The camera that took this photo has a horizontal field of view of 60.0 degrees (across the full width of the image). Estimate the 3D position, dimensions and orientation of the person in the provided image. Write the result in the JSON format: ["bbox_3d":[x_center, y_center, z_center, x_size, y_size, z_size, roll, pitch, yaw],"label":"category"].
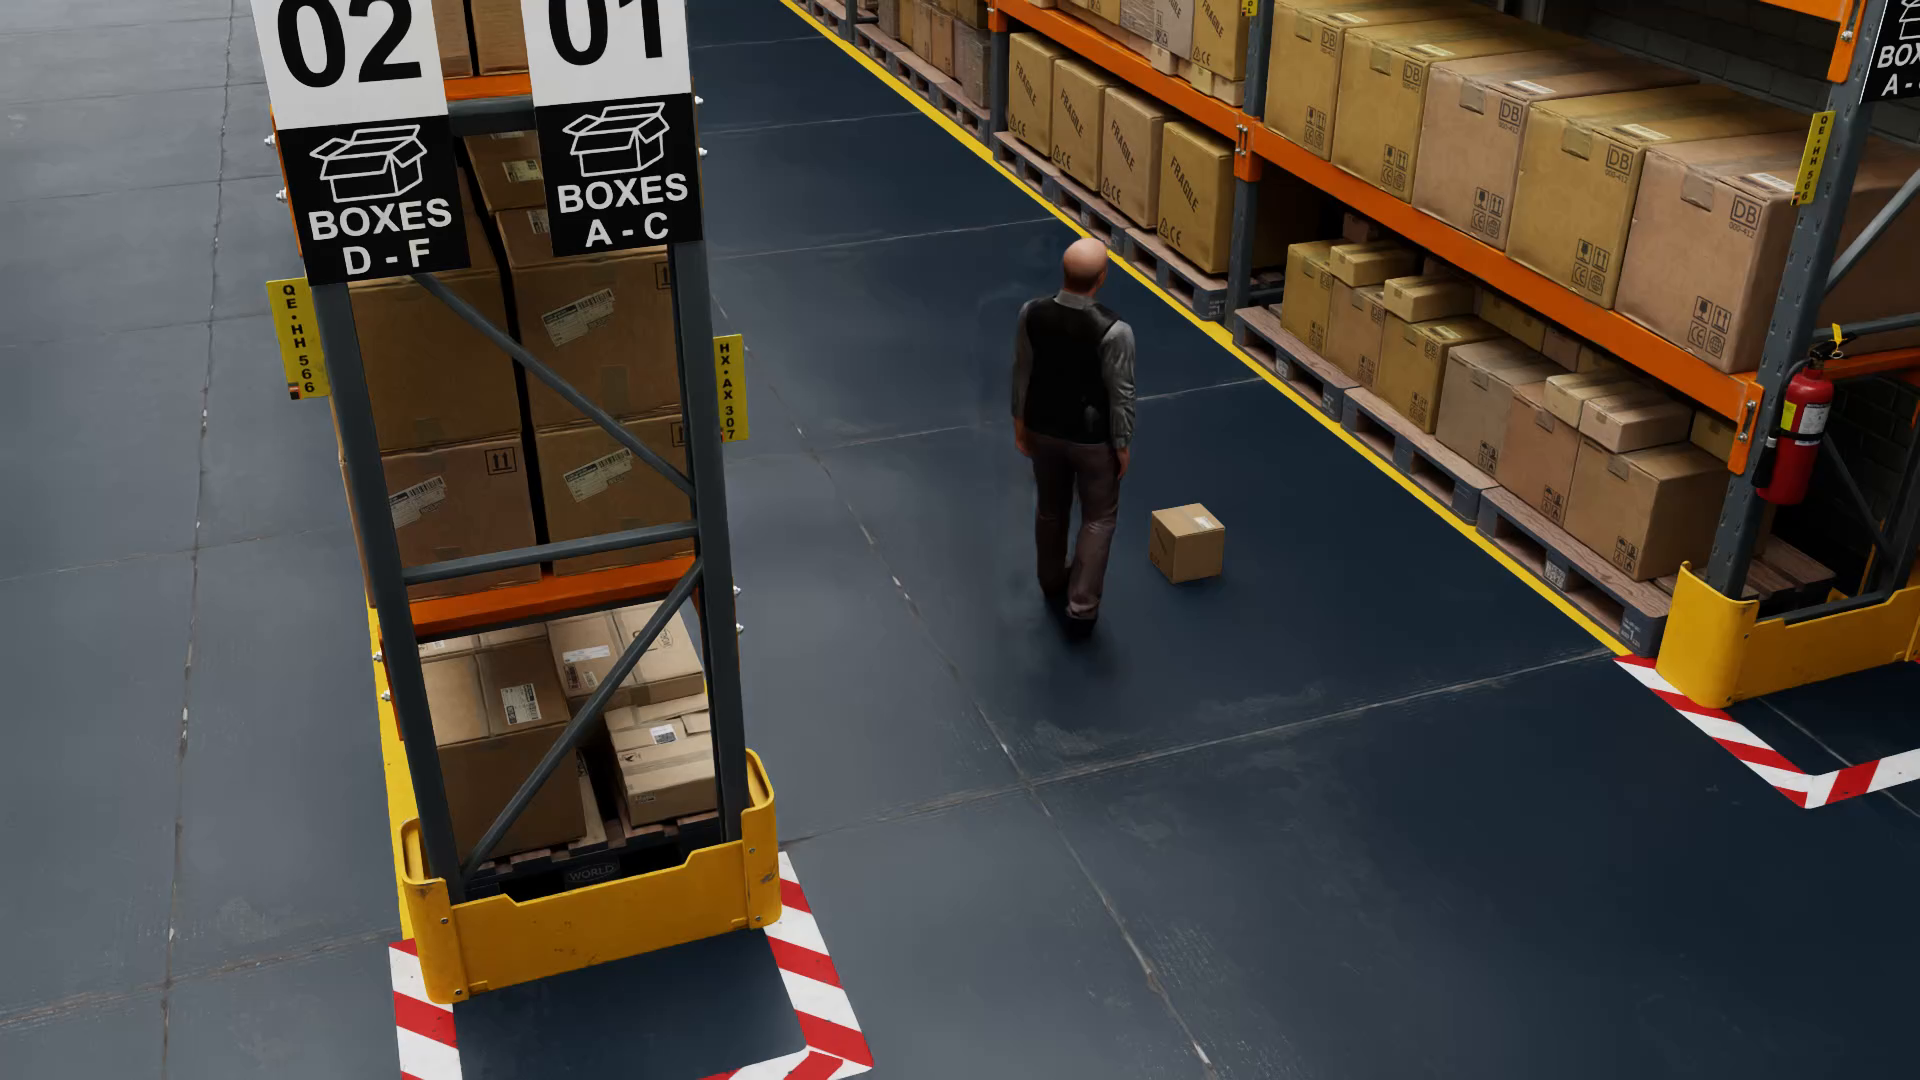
[{"bbox_3d":[0.485,-0.453,6.946,0.558,1.724,0.624,15,33,24],"label":"person"}]
